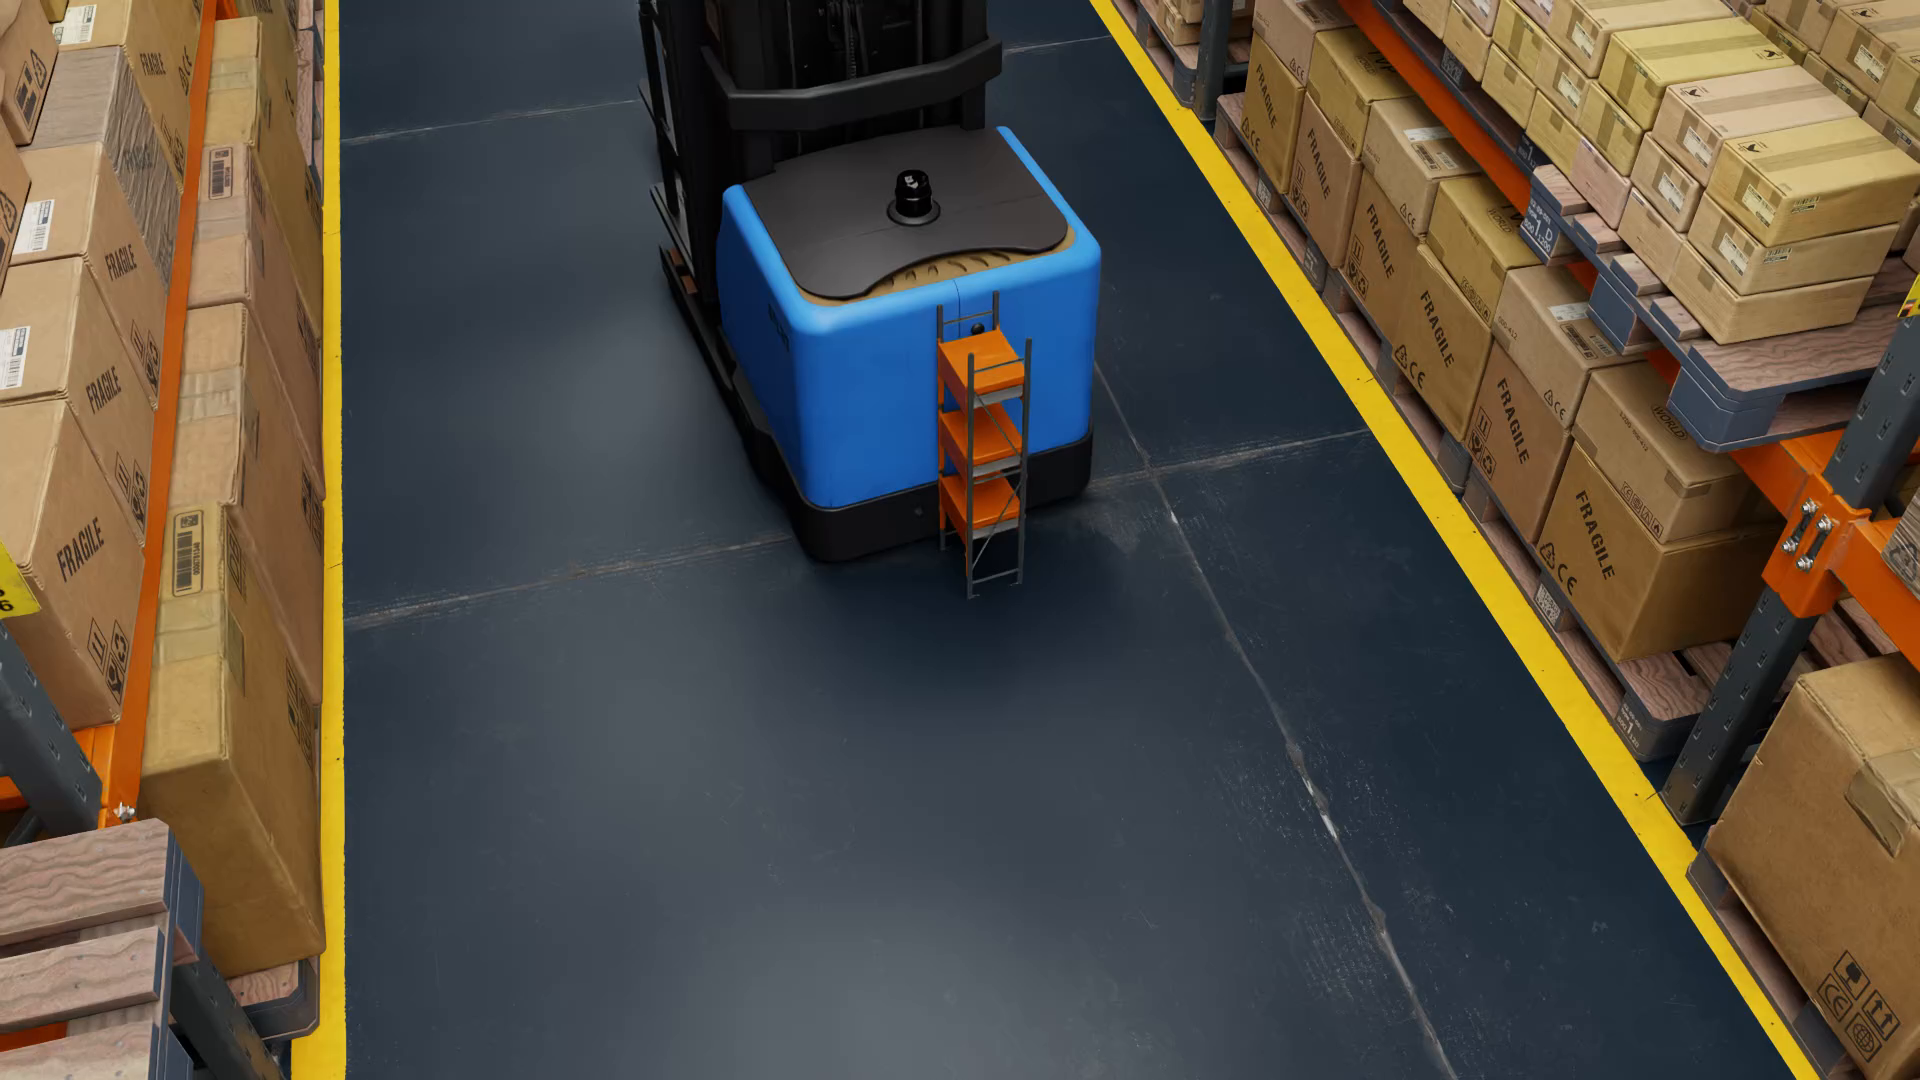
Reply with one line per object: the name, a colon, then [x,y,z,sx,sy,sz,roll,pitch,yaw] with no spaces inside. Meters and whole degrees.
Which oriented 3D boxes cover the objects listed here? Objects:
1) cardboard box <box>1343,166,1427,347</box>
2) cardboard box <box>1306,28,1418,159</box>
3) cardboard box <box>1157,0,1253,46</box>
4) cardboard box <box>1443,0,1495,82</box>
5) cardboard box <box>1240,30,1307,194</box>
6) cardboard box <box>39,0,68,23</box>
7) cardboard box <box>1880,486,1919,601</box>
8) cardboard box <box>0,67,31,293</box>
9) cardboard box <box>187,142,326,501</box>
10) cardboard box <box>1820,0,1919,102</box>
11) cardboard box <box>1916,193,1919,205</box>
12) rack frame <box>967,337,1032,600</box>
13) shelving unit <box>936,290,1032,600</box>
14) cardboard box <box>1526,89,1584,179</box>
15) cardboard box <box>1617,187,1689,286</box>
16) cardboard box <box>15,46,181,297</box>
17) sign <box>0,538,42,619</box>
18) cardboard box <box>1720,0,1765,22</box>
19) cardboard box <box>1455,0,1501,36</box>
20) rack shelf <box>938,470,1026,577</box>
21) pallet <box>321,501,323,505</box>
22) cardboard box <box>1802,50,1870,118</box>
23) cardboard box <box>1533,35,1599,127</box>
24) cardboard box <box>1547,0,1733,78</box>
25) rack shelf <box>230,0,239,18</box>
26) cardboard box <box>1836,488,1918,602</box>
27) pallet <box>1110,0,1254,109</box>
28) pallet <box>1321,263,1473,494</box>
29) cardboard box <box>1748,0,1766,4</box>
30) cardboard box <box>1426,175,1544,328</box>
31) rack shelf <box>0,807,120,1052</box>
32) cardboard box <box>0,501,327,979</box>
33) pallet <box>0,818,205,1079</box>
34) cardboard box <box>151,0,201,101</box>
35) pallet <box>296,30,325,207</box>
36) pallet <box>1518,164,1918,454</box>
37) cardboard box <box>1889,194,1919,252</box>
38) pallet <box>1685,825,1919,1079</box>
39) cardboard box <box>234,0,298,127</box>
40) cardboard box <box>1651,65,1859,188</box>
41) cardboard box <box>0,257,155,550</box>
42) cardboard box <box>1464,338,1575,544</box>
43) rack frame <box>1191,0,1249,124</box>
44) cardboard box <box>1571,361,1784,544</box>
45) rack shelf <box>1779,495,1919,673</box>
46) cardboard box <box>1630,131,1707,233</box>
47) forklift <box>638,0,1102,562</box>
cardboard box: [1.789,-1.082,6.166,0.500,0.500,0.500,-10,46,-10]
cardboard box: [1.644,-1.702,6.249,0.500,0.250,0.500,-10,46,-9]
cardboard box: [1.142,-2.450,7.753,0.380,0.149,0.250,-10,46,-10]
cardboard box: [1.702,-1.533,5.034,0.380,0.149,0.250,-9,46,-9]
cardboard box: [1.504,-1.806,6.876,0.500,0.500,0.500,-9,46,-9]
cardboard box: [-2.913,-1.726,4.569,0.797,0.503,0.637,-10,46,-10]
cardboard box: [2.450,-0.007,3.587,0.500,0.500,0.500,-10,46,-10]
cardboard box: [-2.561,-0.838,3.699,0.797,0.503,0.637,-10,46,-9]
cardboard box: [-2.836,-0.604,5.435,1.225,0.875,0.875,-12,47,-12]
cardboard box: [2.535,-1.308,4.397,0.380,0.149,0.250,-11,47,-11]
cardboard box: [2.666,-0.865,4.171,0.380,0.149,0.250,-9,46,-9]
rack frame: [0.117,-0.196,5.207,0.200,1.050,0.008,-16,48,-15]
shelving unit: [0.071,-0.277,5.287,0.215,1.050,0.252,-16,48,-15]
cardboard box: [1.837,-1.169,4.677,0.380,0.149,0.250,-11,47,-11]
cardboard box: [1.963,-0.819,4.334,0.380,0.149,0.250,-11,47,-10]
cardboard box: [-2.481,-0.969,4.529,0.500,0.500,0.500,-11,47,-10]
sign: [-1.703,0.023,2.872,0.100,0.325,0.005,-11,47,-10]
cardboard box: [2.395,-1.582,4.873,0.380,0.149,0.250,-11,47,-10]
cardboard box: [1.697,-1.642,4.933,0.380,0.149,0.250,-10,46,-9]
rack shelf: [0.071,-0.075,5.493,0.215,0.259,0.240,-16,48,-15]
pallet: [-2.663,0.083,5.521,1.003,0.211,1.213,-11,47,-10]
cardboard box: [2.523,-1.235,4.534,0.380,0.149,0.250,-12,47,-12]
cardboard box: [1.826,-1.290,4.588,0.380,0.149,0.250,-11,47,-10]
cardboard box: [1.826,-1.391,4.479,0.380,0.149,0.250,-9,46,-9]
rack shelf: [-3.761,-3.385,7.471,1.077,0.370,4.000,-11,47,-10]
cardboard box: [2.661,-0.138,5.241,0.500,0.500,0.500,-13,47,-12]
pallet: [1.365,-2.574,8.125,1.003,0.211,1.213,-11,47,-10]
pallet: [2.088,-0.736,6.323,1.003,0.211,1.213,-11,47,-10]
cardboard box: [2.396,-1.678,4.759,0.380,0.149,0.250,-9,46,-8]
cardboard box: [1.912,-0.990,5.552,0.500,0.250,0.500,-10,46,-9]
rack shelf: [-1.713,2.138,2.058,1.077,0.370,4.000,-11,47,-10]
cardboard box: [-2.381,0.622,4.234,1.225,0.875,0.875,-13,47,-12]
pallet: [-1.939,1.046,2.759,1.213,0.211,1.003,-11,47,-10]
cardboard box: [-2.745,-1.675,5.221,0.500,0.500,0.500,-9,46,-9]
pallet: [-3.368,-1.819,7.385,1.003,0.211,1.213,-11,47,-10]
pallet: [2.310,-0.737,4.506,1.213,0.211,1.003,-11,47,-10]
cardboard box: [2.608,-0.921,4.435,0.380,0.149,0.250,-9,46,-8]
pallet: [2.725,1.203,4.423,1.003,0.211,1.213,-11,47,-10]
cardboard box: [-3.341,-2.129,6.930,0.875,0.875,0.875,-11,47,-10]
cardboard box: [1.965,-1.027,4.121,0.380,0.149,0.250,-11,47,-11]
cardboard box: [-2.221,-0.270,3.844,0.500,0.500,0.500,-12,47,-11]
cardboard box: [2.045,-0.369,5.468,0.500,0.500,0.500,-9,46,-9]
rack frame: [1.572,-3.093,6.681,1.000,3.000,0.127,-11,47,-10]
cardboard box: [2.167,-0.290,4.865,0.500,0.250,0.500,-12,47,-11]
rack shelf: [3.108,1.301,2.878,1.077,0.370,4.000,-11,47,-10]
cardboard box: [1.959,-0.936,4.241,0.380,0.149,0.250,-9,46,-9]
forklift: [-0.563,-2.022,5.680,1.130,2.935,3.031,-16,48,-15]
